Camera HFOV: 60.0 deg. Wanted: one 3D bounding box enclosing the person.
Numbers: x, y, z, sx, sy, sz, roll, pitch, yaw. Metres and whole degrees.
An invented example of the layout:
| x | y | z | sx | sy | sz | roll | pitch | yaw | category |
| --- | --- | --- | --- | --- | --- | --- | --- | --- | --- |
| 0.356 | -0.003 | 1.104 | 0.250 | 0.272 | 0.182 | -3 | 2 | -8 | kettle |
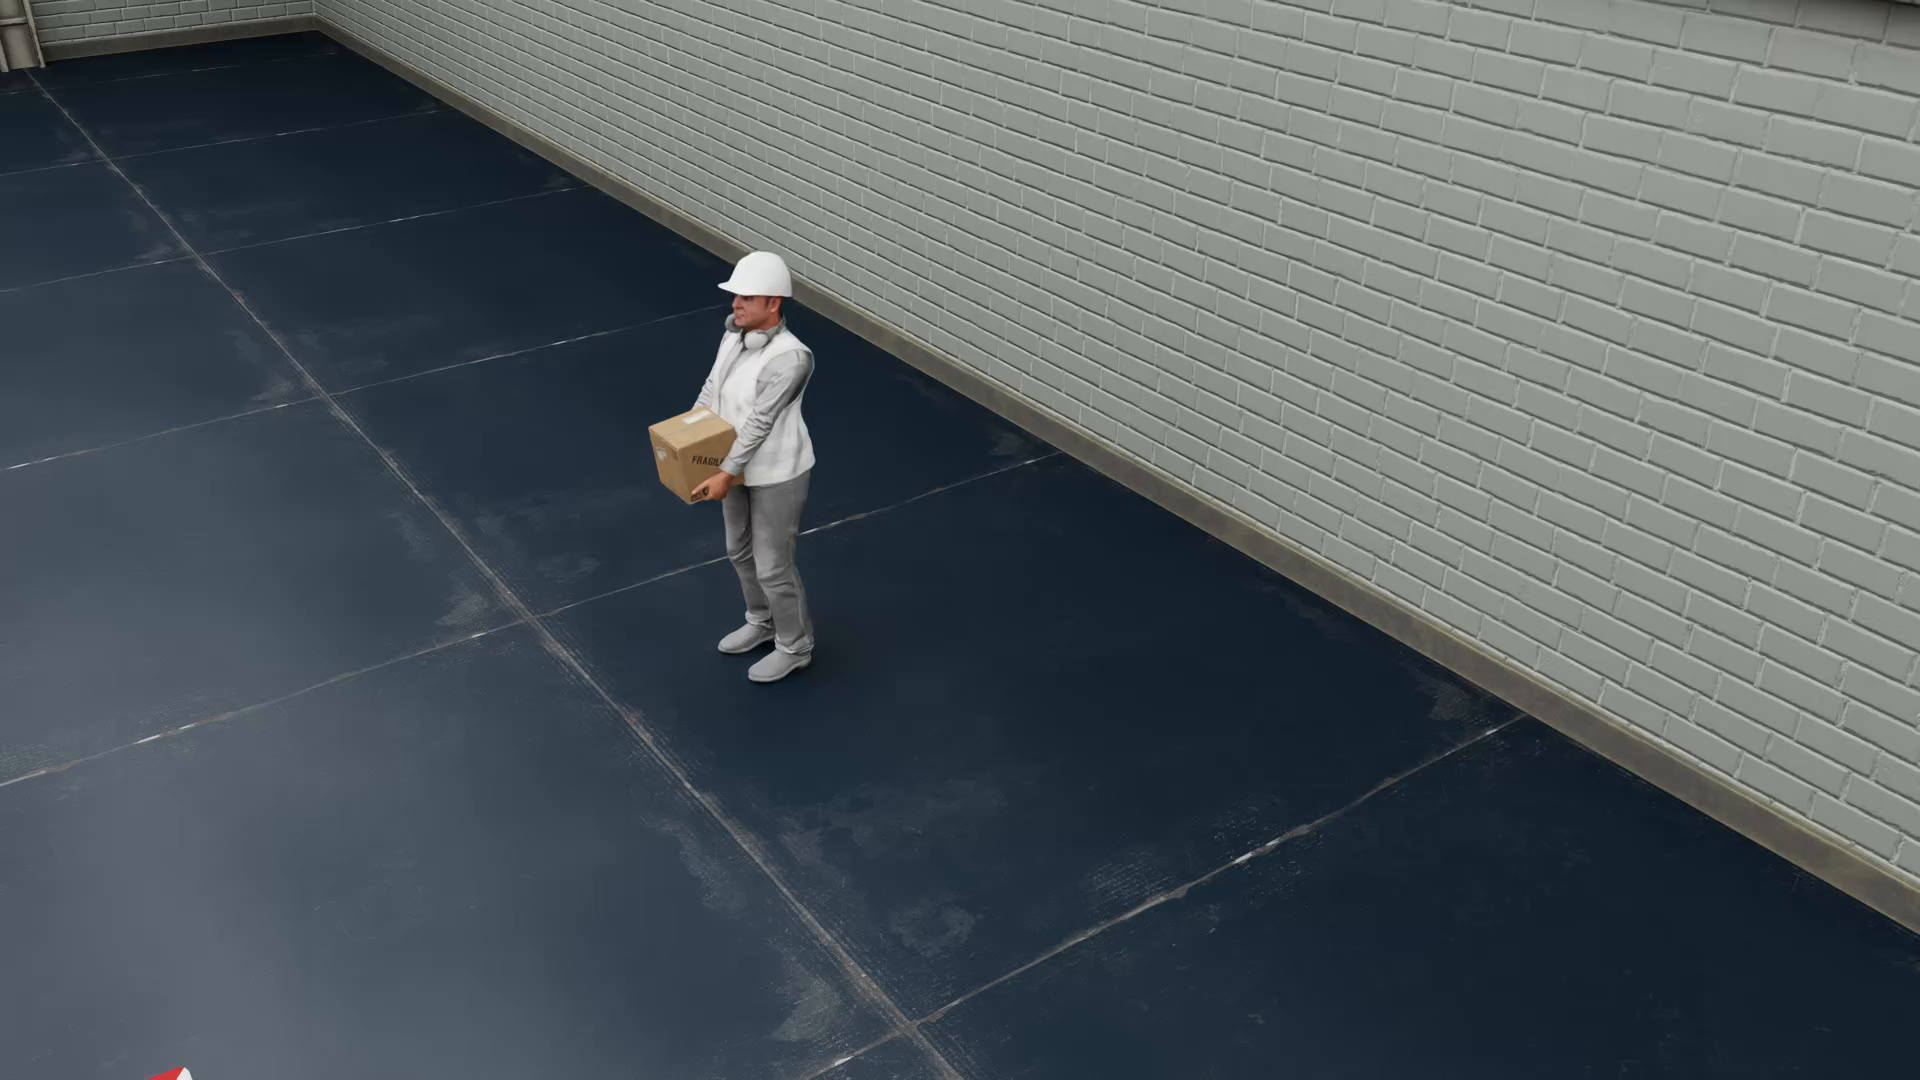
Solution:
| x | y | z | sx | sy | sz | roll | pitch | yaw | category |
| --- | --- | --- | --- | --- | --- | --- | --- | --- | --- |
| -0.860 | -0.261 | 6.585 | 0.556 | 1.770 | 0.495 | -18 | 33 | -30 | person |
